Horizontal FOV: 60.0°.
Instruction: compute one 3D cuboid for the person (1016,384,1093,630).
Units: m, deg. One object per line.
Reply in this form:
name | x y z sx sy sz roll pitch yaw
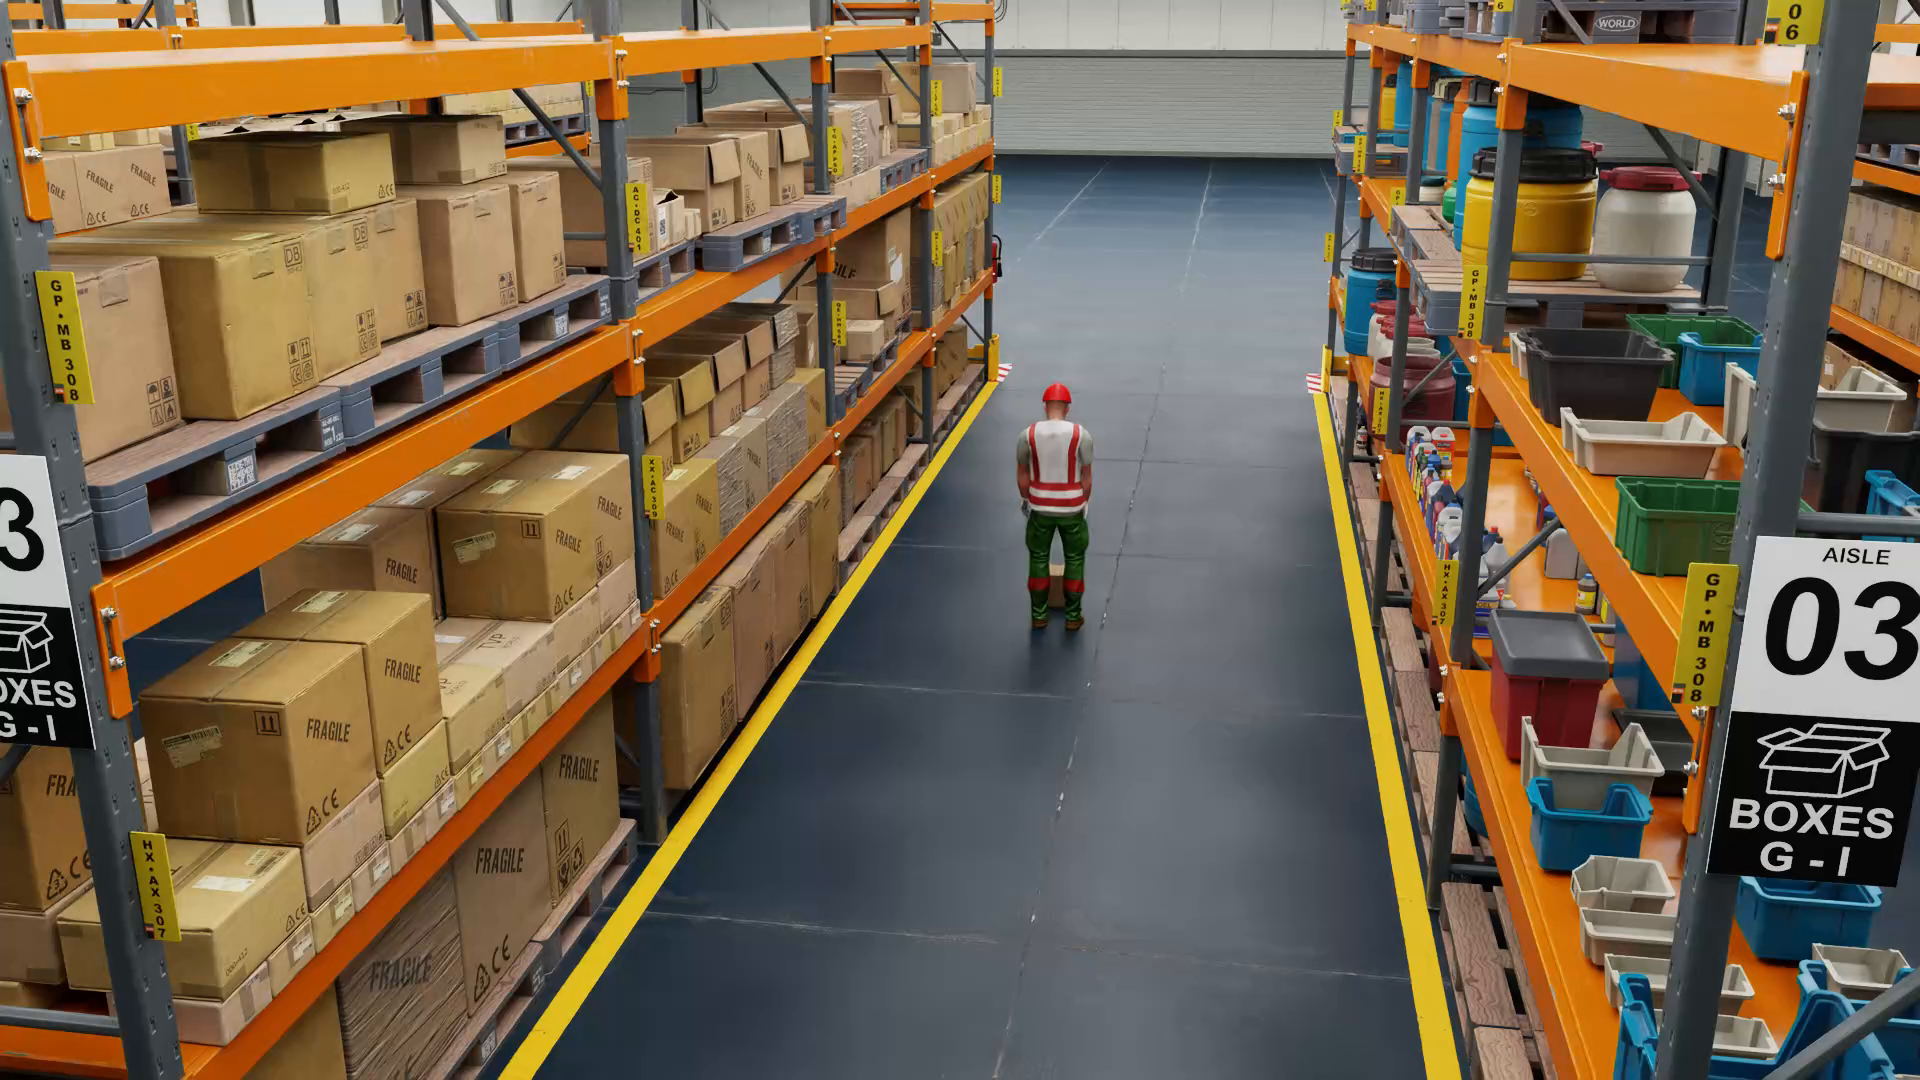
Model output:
person | 0.671 -0.237 11.808 0.536 1.758 0.414 3 18 10
